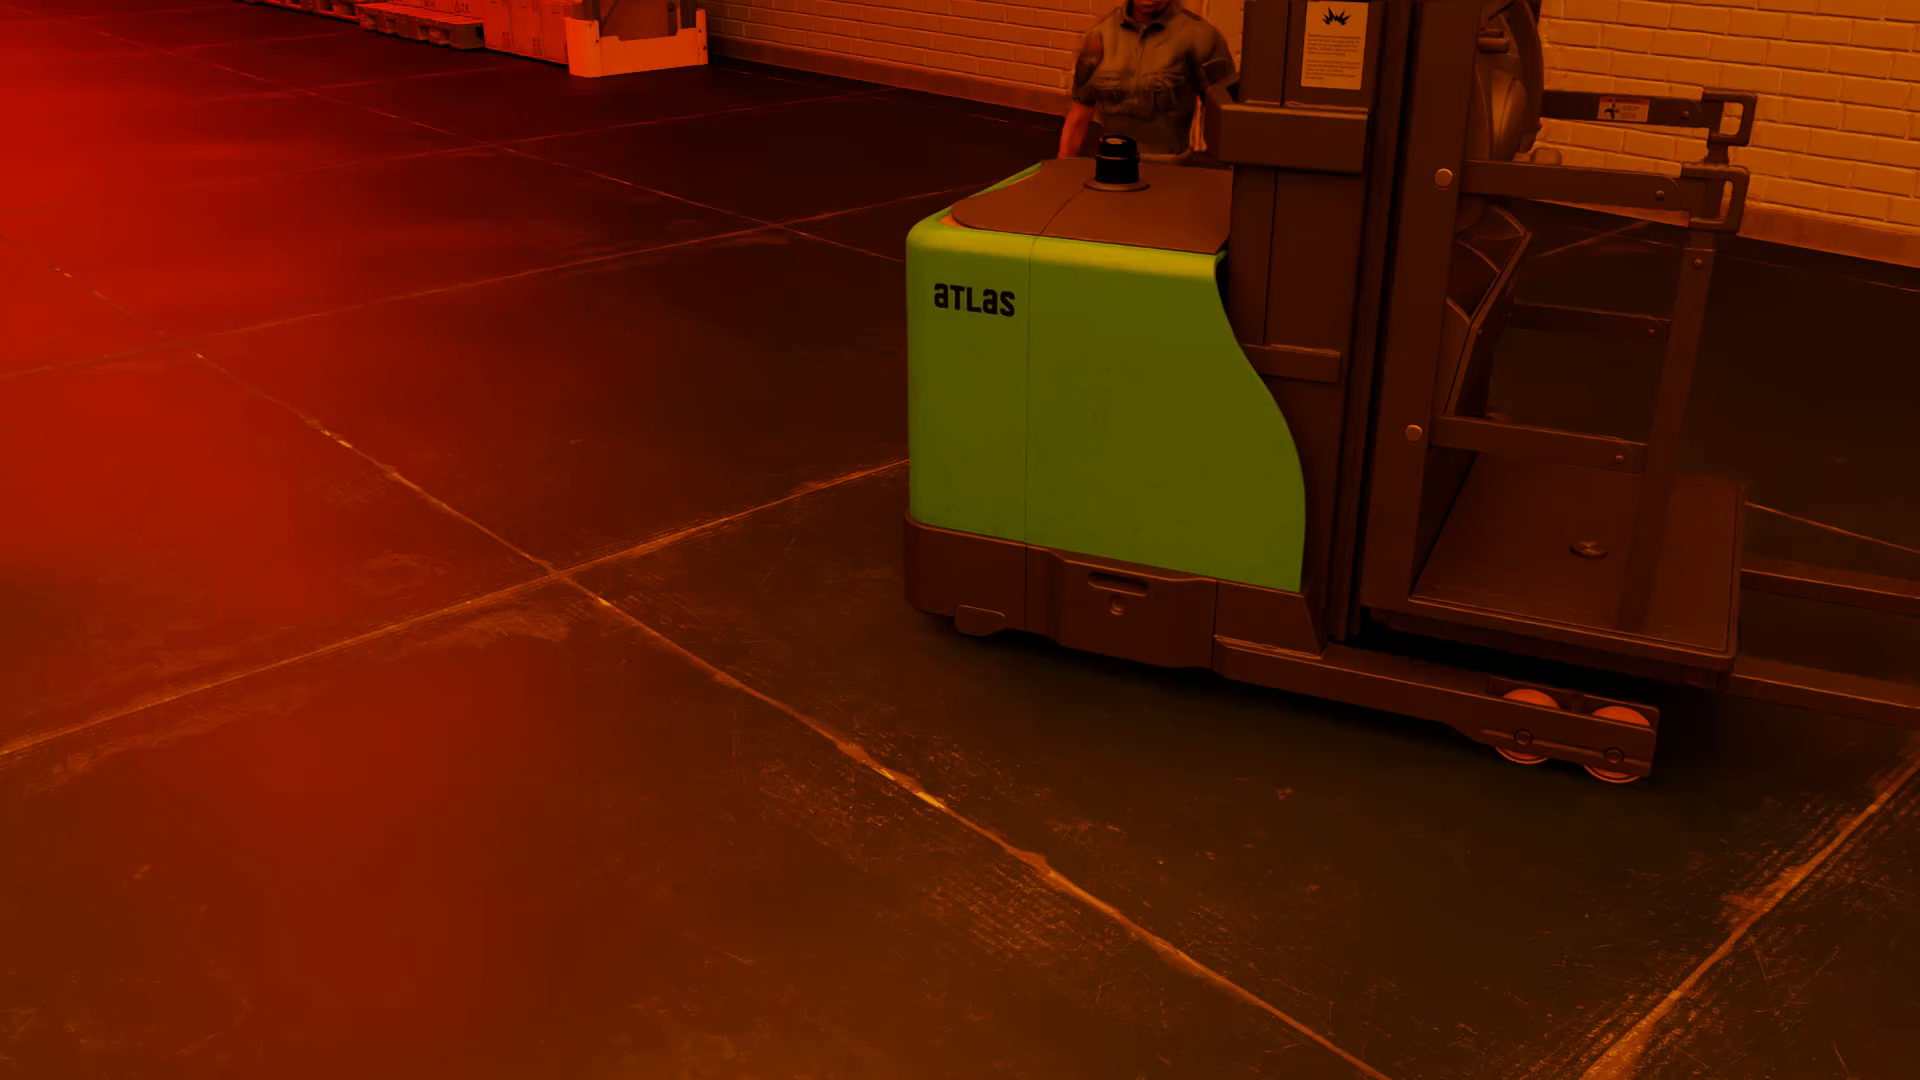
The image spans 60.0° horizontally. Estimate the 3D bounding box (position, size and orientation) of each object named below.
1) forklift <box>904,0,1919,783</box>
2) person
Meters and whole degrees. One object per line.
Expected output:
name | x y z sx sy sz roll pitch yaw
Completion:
forklift | 1.415 -1.044 3.666 3.031 2.935 1.130 10 26 22
person | 0.595 -1.059 5.207 0.696 1.635 0.374 10 26 21
